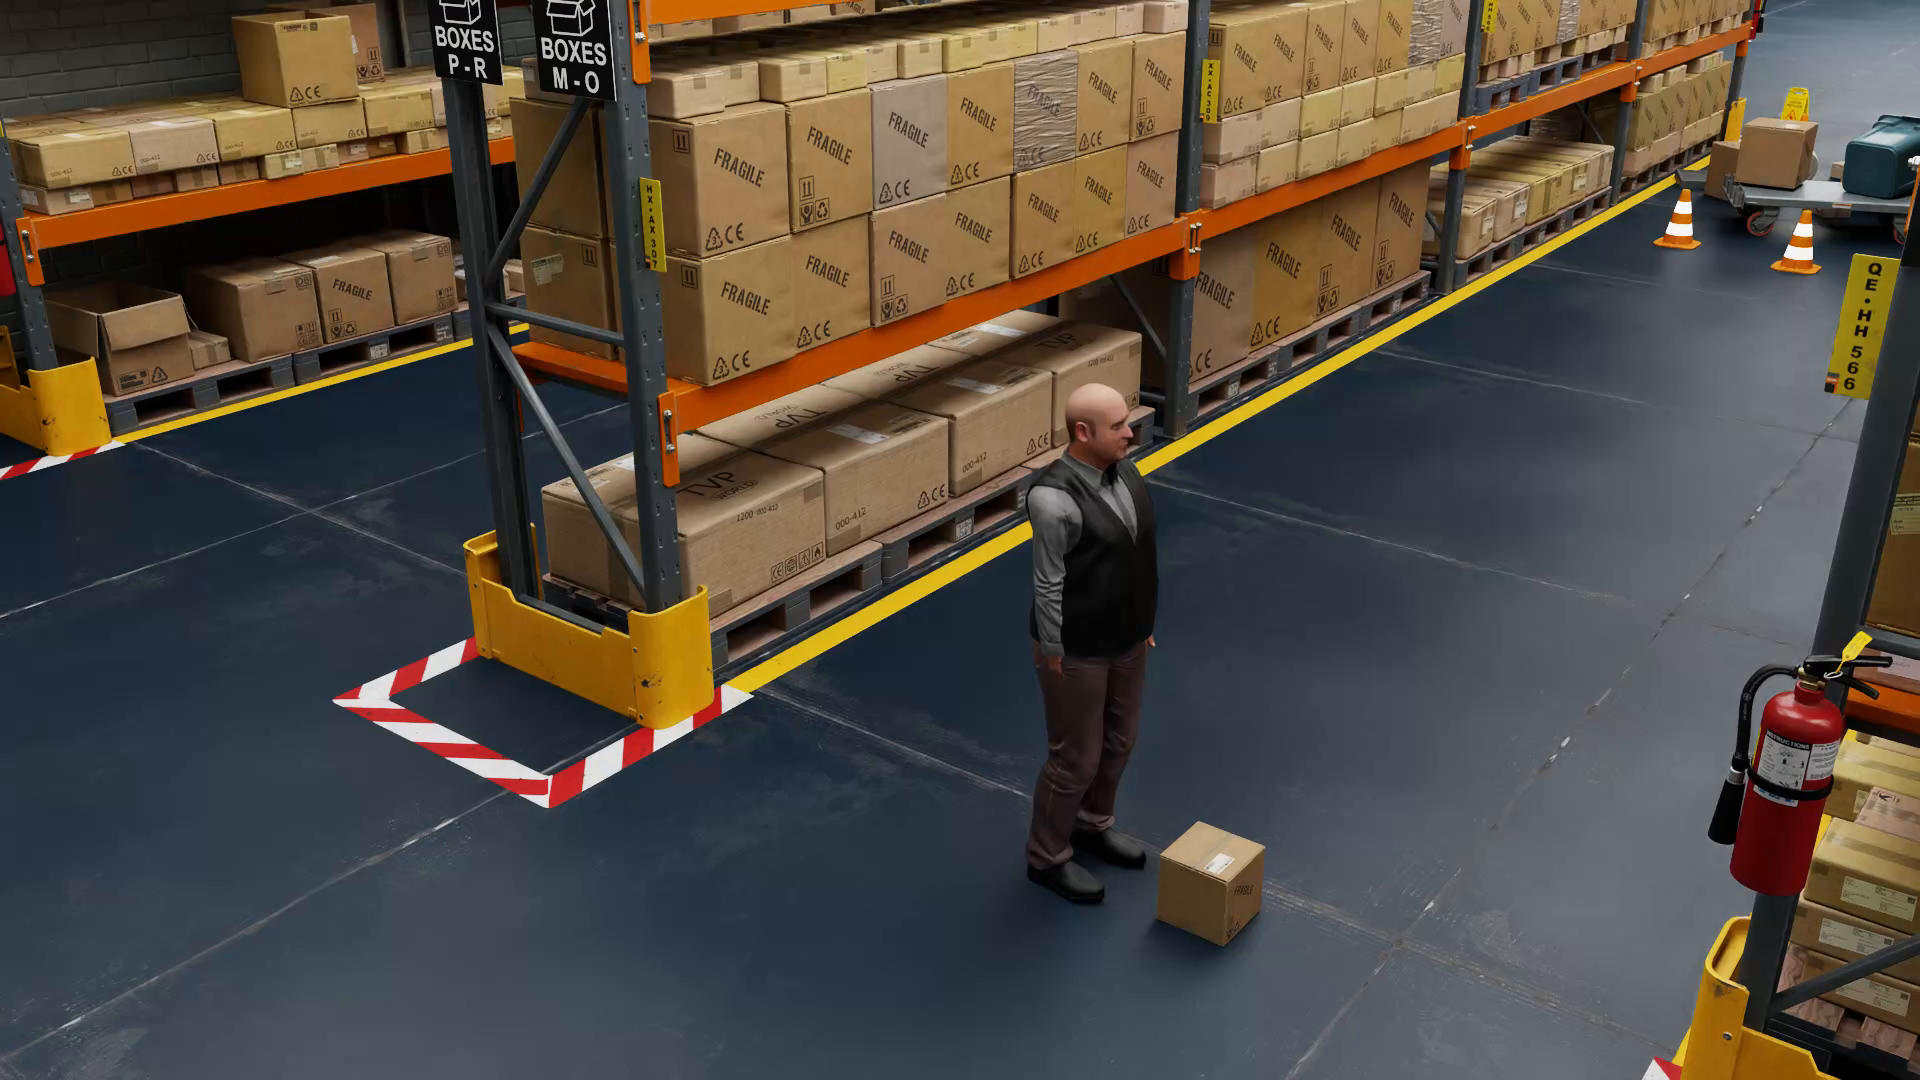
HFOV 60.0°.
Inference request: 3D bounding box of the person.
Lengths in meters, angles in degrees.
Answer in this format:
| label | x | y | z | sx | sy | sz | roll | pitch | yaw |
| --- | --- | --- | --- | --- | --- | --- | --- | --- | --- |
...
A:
| label | x | y | z | sx | sy | sz | roll | pitch | yaw |
| --- | --- | --- | --- | --- | --- | --- | --- | --- | --- |
| person | 0.443 | 0.326 | 5.382 | 0.347 | 1.718 | 0.530 | 17 | 29 | 35 |
